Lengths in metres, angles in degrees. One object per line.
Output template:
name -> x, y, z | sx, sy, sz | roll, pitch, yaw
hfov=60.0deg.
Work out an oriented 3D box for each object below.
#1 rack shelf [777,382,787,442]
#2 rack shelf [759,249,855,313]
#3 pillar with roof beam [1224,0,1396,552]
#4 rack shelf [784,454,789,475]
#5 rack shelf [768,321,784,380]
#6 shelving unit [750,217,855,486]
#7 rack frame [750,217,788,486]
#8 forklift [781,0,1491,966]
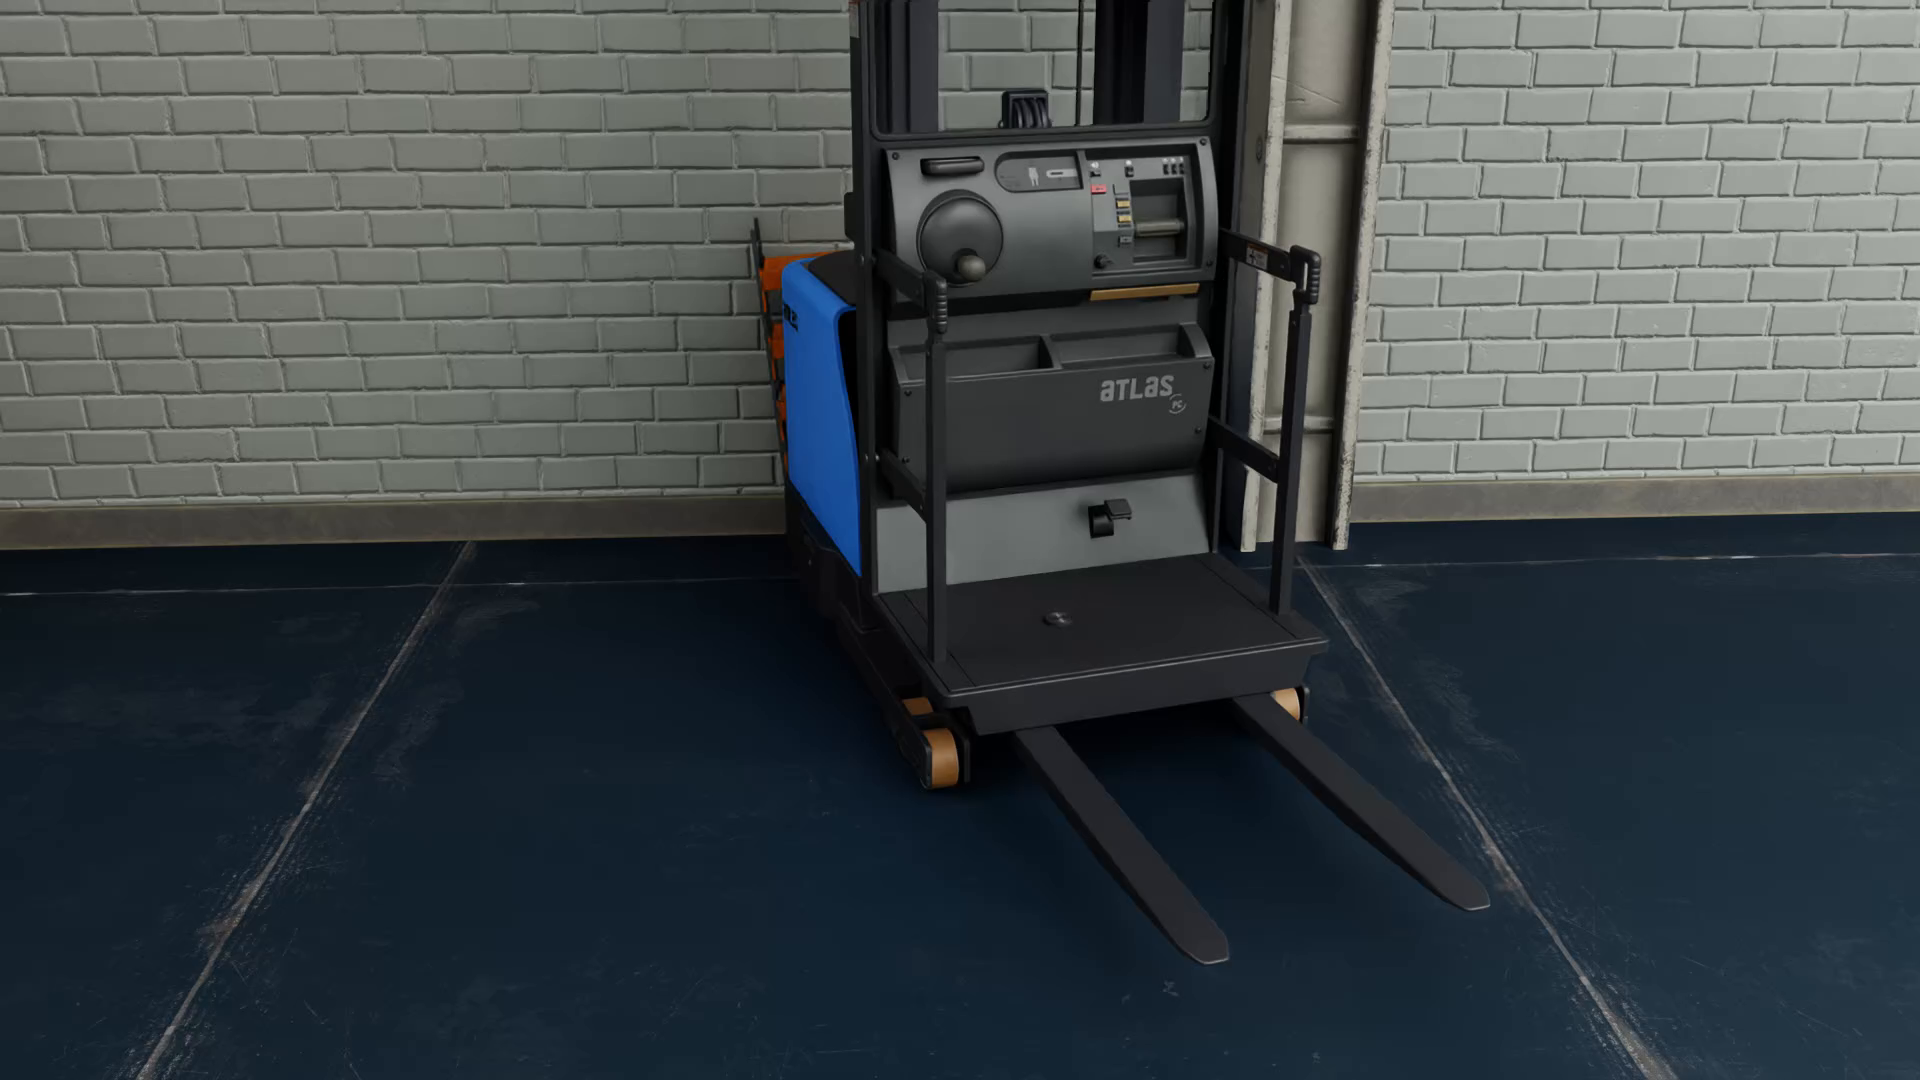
rack shelf -> -0.397, -0.480, 5.893 | 0.480, 0.148, 0.258 | -6, 21, -2
rack shelf -> -0.438, -0.908, 5.729 | 0.480, 0.148, 0.258 | -6, 21, -2
pillar with roof beam -> 1.445, -2.693, 0.548 | 0.400, 9.000, 9.100 | -1, 21, -3
rack shelf -> -0.380, -0.295, 5.964 | 0.480, 0.148, 0.258 | -6, 21, -2
rack shelf -> -0.417, -0.688, 5.814 | 0.480, 0.148, 0.258 | -6, 21, -2
shelving unit -> -0.403, -0.543, 5.869 | 0.503, 1.200, 0.258 | -6, 21, -2
rack frame -> -0.646, -0.517, 5.863 | 0.015, 1.200, 0.240 | -6, 21, -2
forklift -> 0.327, -0.870, 4.288 | 1.130, 2.935, 3.031 | -7, 22, -17
